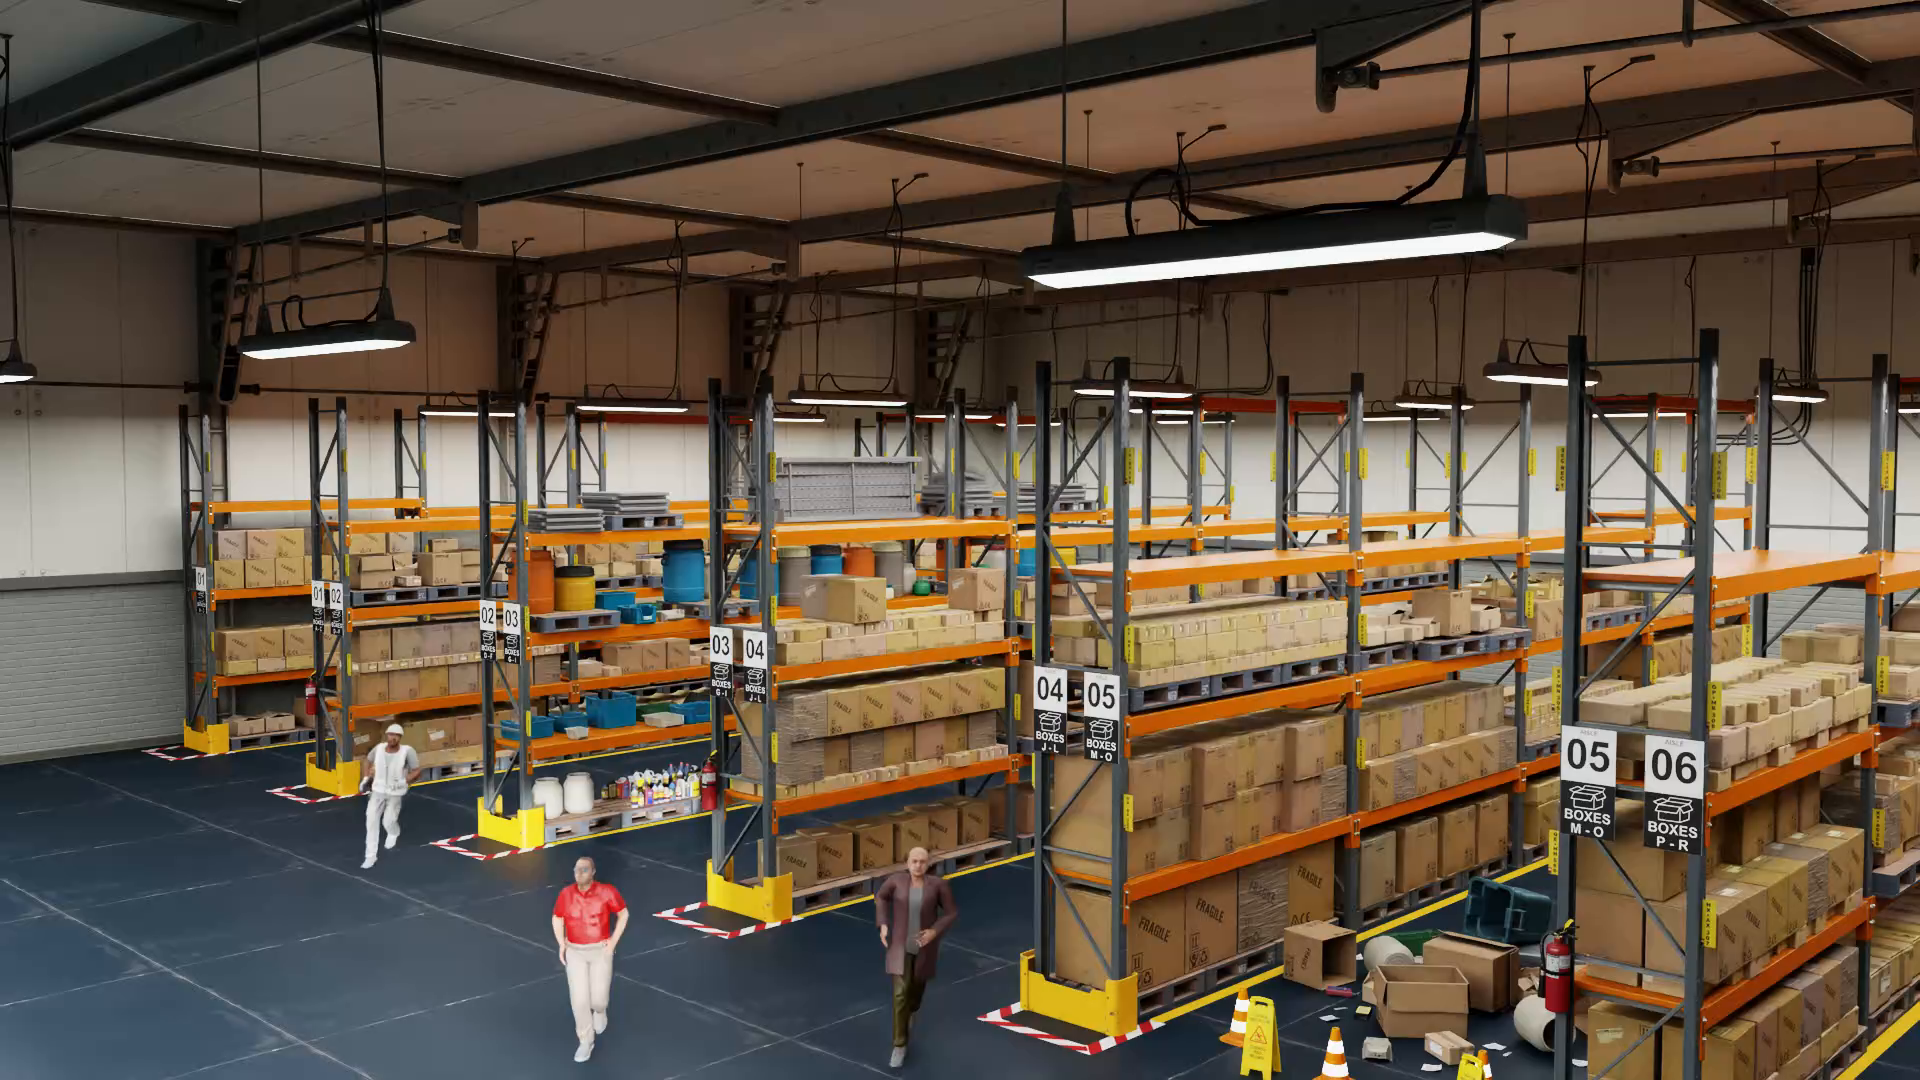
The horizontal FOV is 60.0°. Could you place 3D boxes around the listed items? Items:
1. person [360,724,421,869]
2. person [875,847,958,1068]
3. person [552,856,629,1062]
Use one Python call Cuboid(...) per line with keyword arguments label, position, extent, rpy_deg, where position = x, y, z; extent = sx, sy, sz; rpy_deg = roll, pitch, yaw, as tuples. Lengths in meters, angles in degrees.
Cuboid(label="person", position=(-7.197, 3.198, 21.043), extent=(0.731, 1.765, 0.847), rpy_deg=(0, 3, -1))
Cuboid(label="person", position=(-0.378, 3.529, 14.410), extent=(0.726, 1.787, 0.983), rpy_deg=(0, 3, 0))
Cuboid(label="person", position=(-3.198, 3.571, 14.359), extent=(0.658, 1.705, 0.591), rpy_deg=(0, 3, -2))
